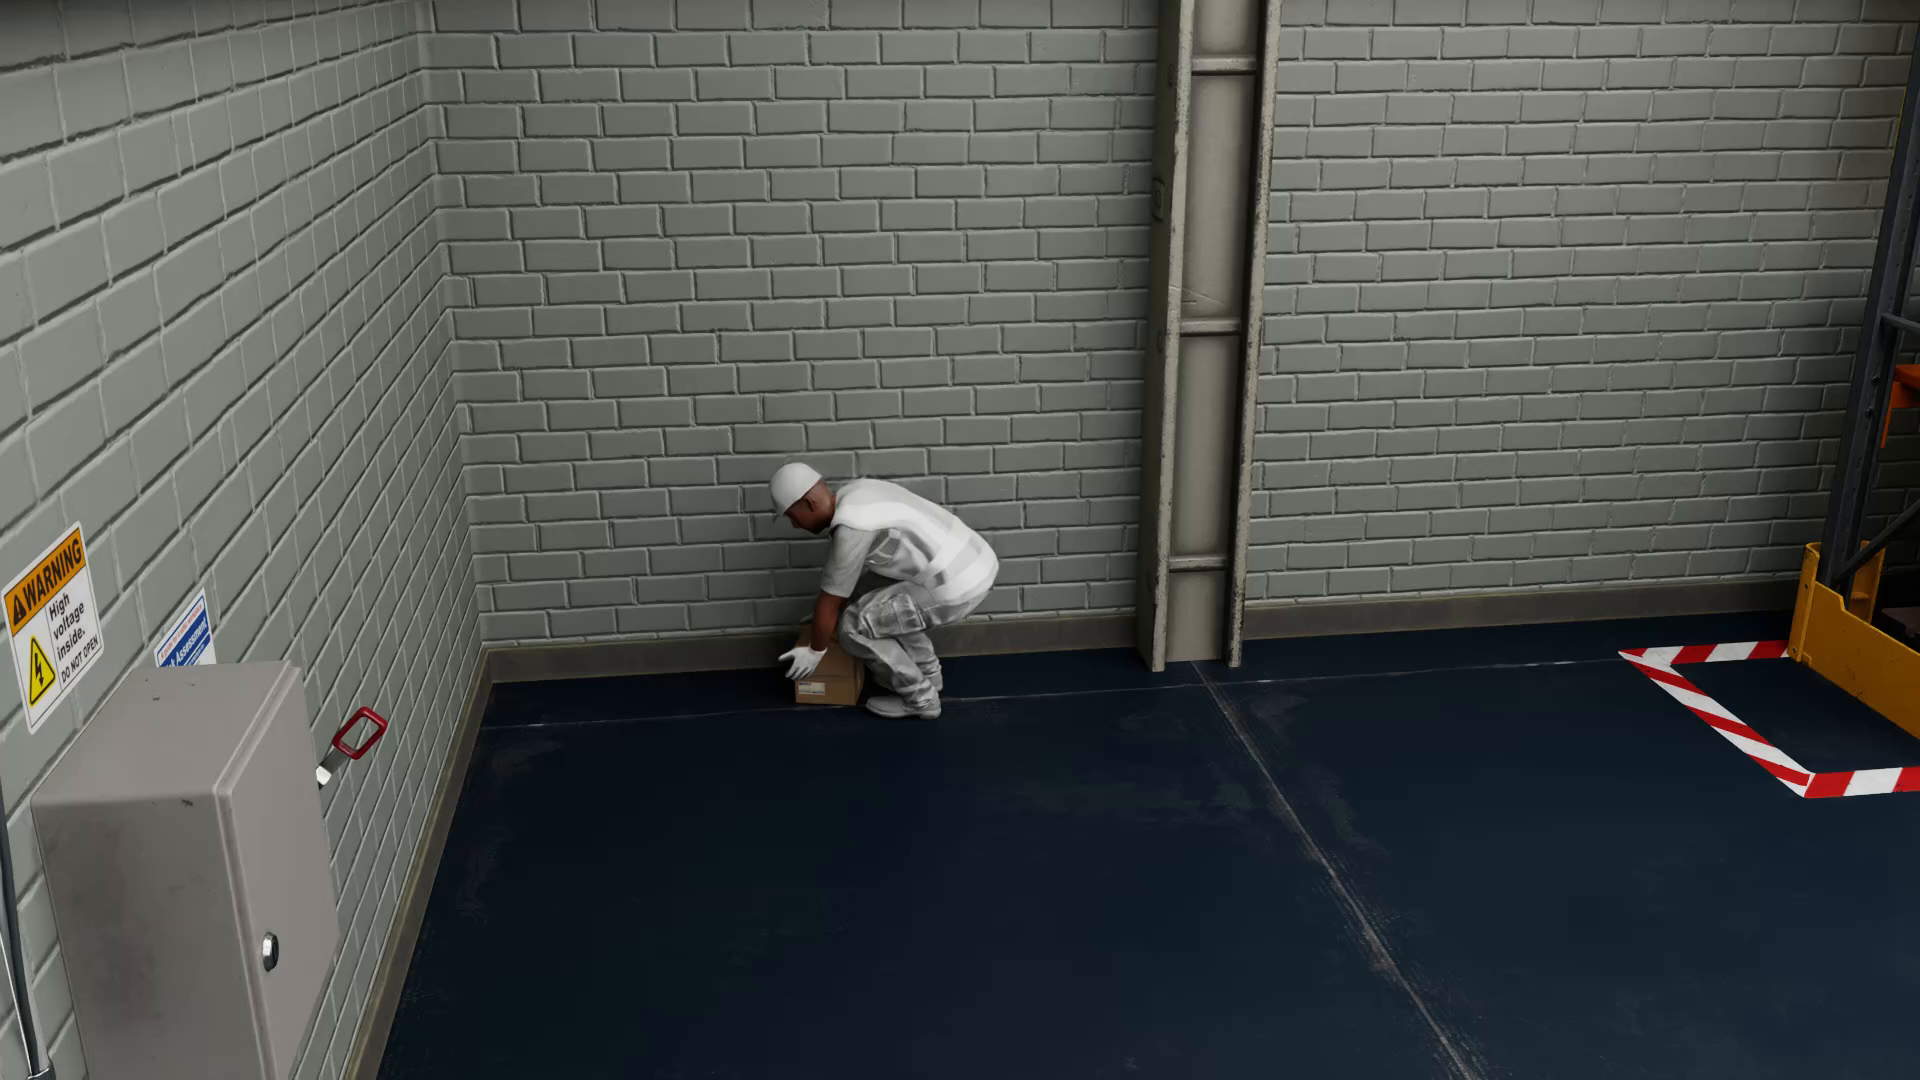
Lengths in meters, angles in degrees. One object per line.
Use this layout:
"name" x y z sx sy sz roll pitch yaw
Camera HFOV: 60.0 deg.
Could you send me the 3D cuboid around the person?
"person" -0.304 0.193 6.652 0.893 1.013 0.574 4 20 10
